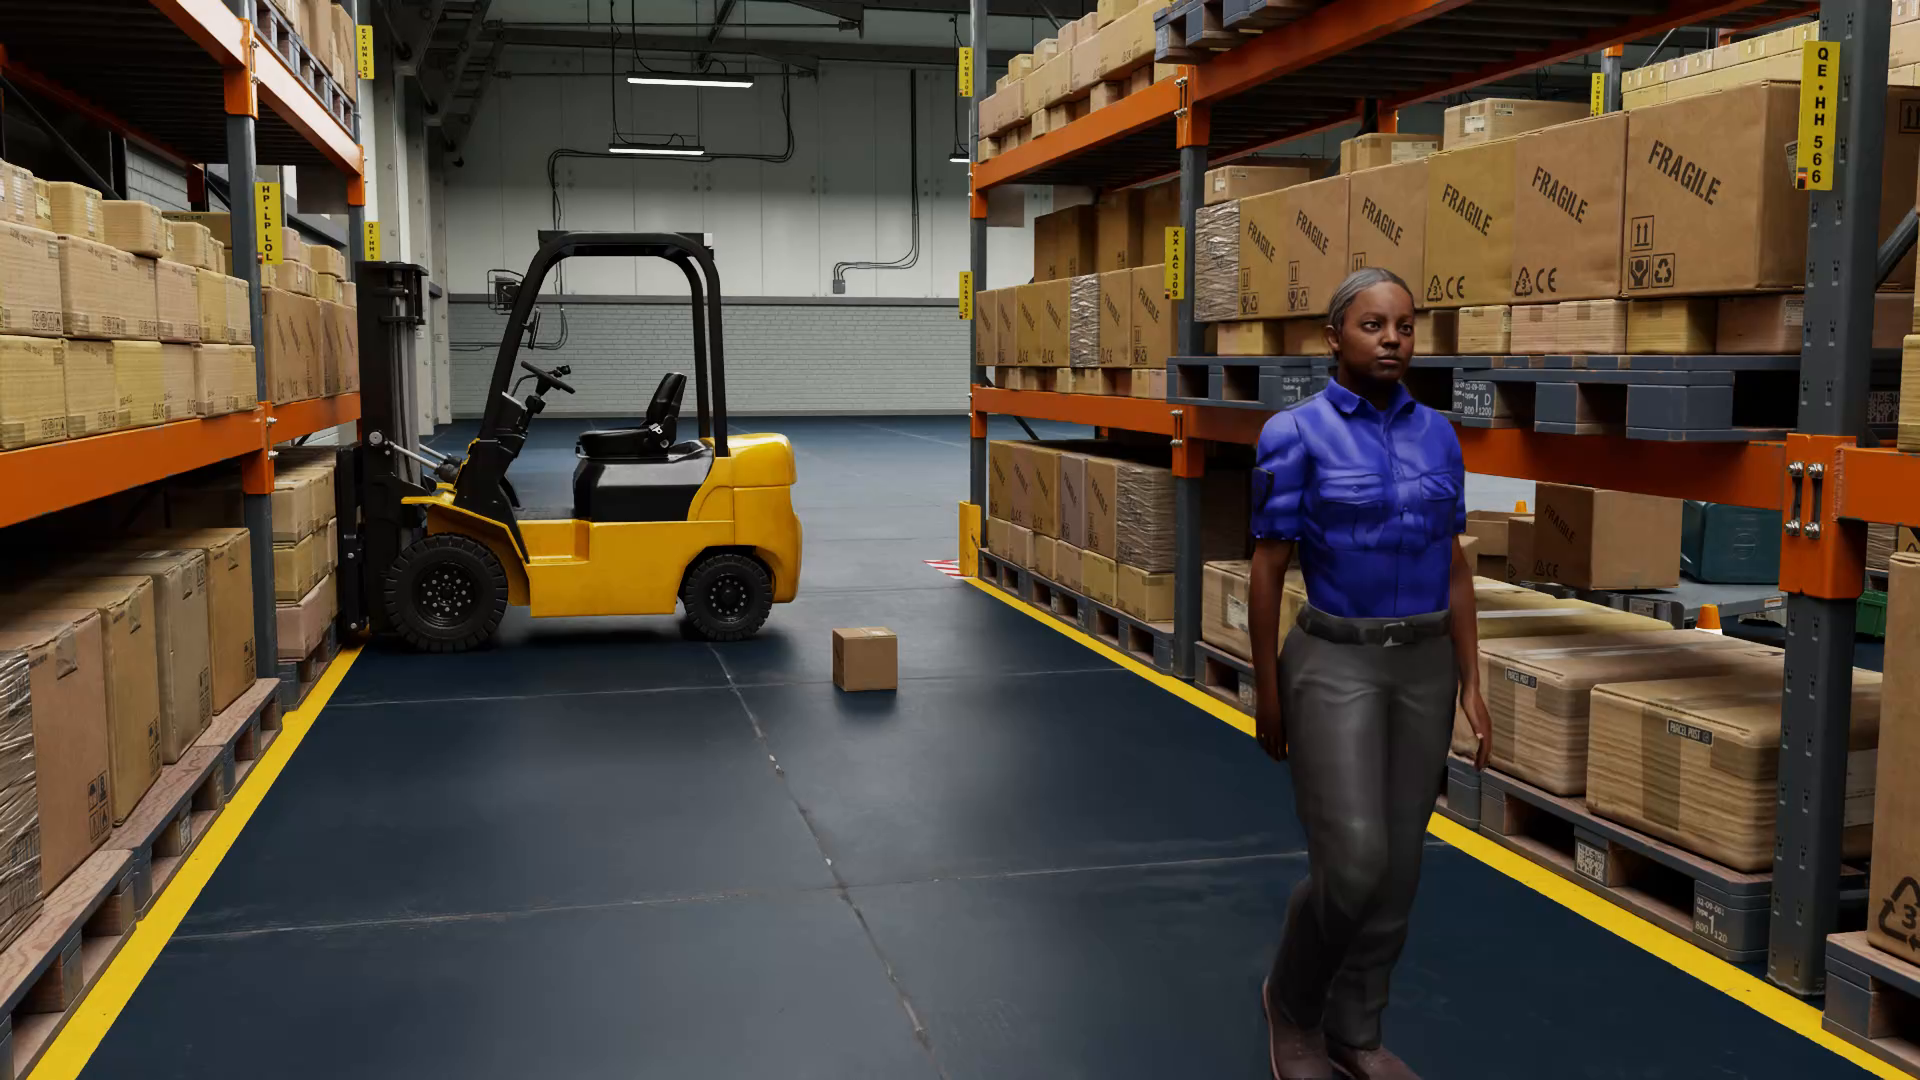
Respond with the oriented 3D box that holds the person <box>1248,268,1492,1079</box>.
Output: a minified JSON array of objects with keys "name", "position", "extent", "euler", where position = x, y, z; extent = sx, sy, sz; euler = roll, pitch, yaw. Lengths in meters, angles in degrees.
[{"name":"person","position":[0.820,0.311,3.238],"extent":[0.444,1.672,0.423],"euler":[-2,7,-19]}]
